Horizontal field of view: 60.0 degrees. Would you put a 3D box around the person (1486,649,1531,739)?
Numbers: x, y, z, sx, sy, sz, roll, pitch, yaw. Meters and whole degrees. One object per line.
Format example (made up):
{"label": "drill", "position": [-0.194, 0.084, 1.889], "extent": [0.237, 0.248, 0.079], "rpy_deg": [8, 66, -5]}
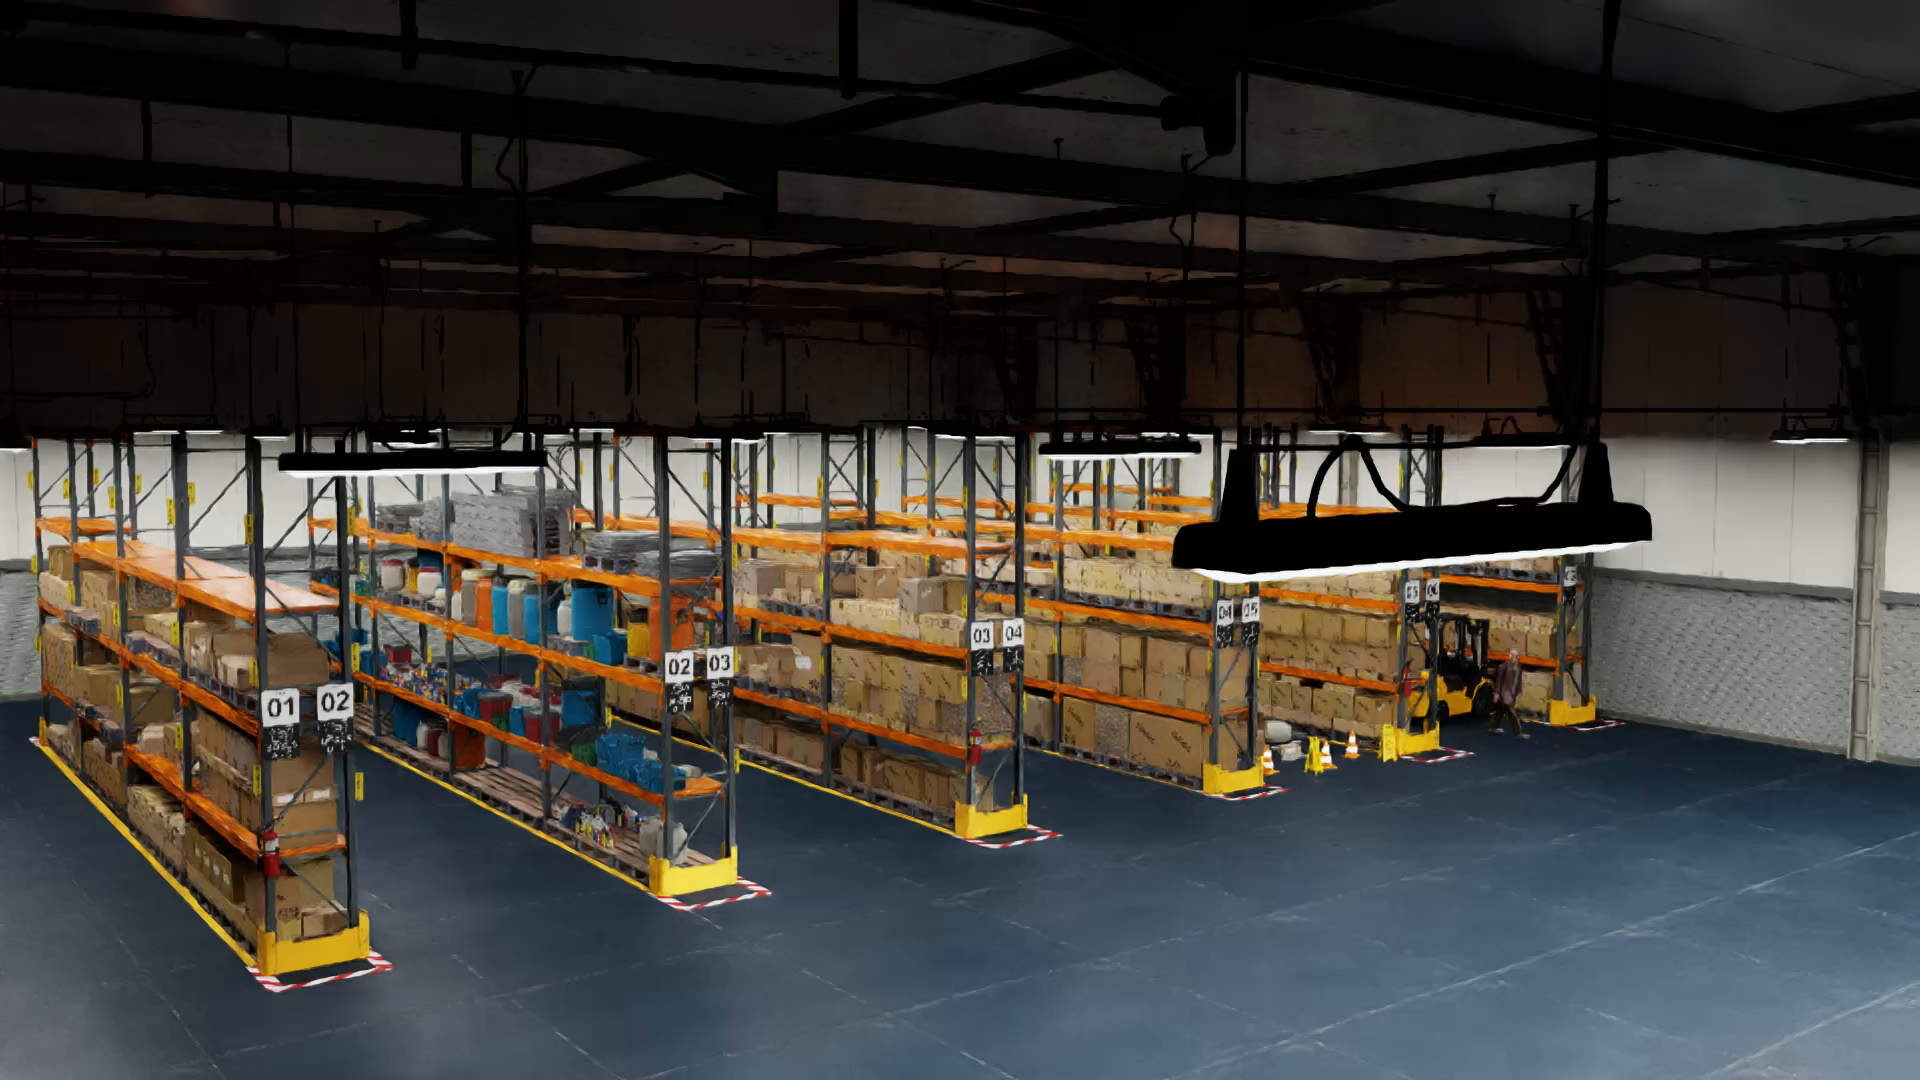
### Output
{"label": "person", "position": [10.633, 2.942, 32.076], "extent": [0.587, 1.695, 1.186], "rpy_deg": [-3, 5, -34]}

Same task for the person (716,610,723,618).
{"label": "person", "position": [-5.838, 2.270, 41.388], "extent": [0.499, 1.645, 0.573], "rpy_deg": [1, 5, 13]}
